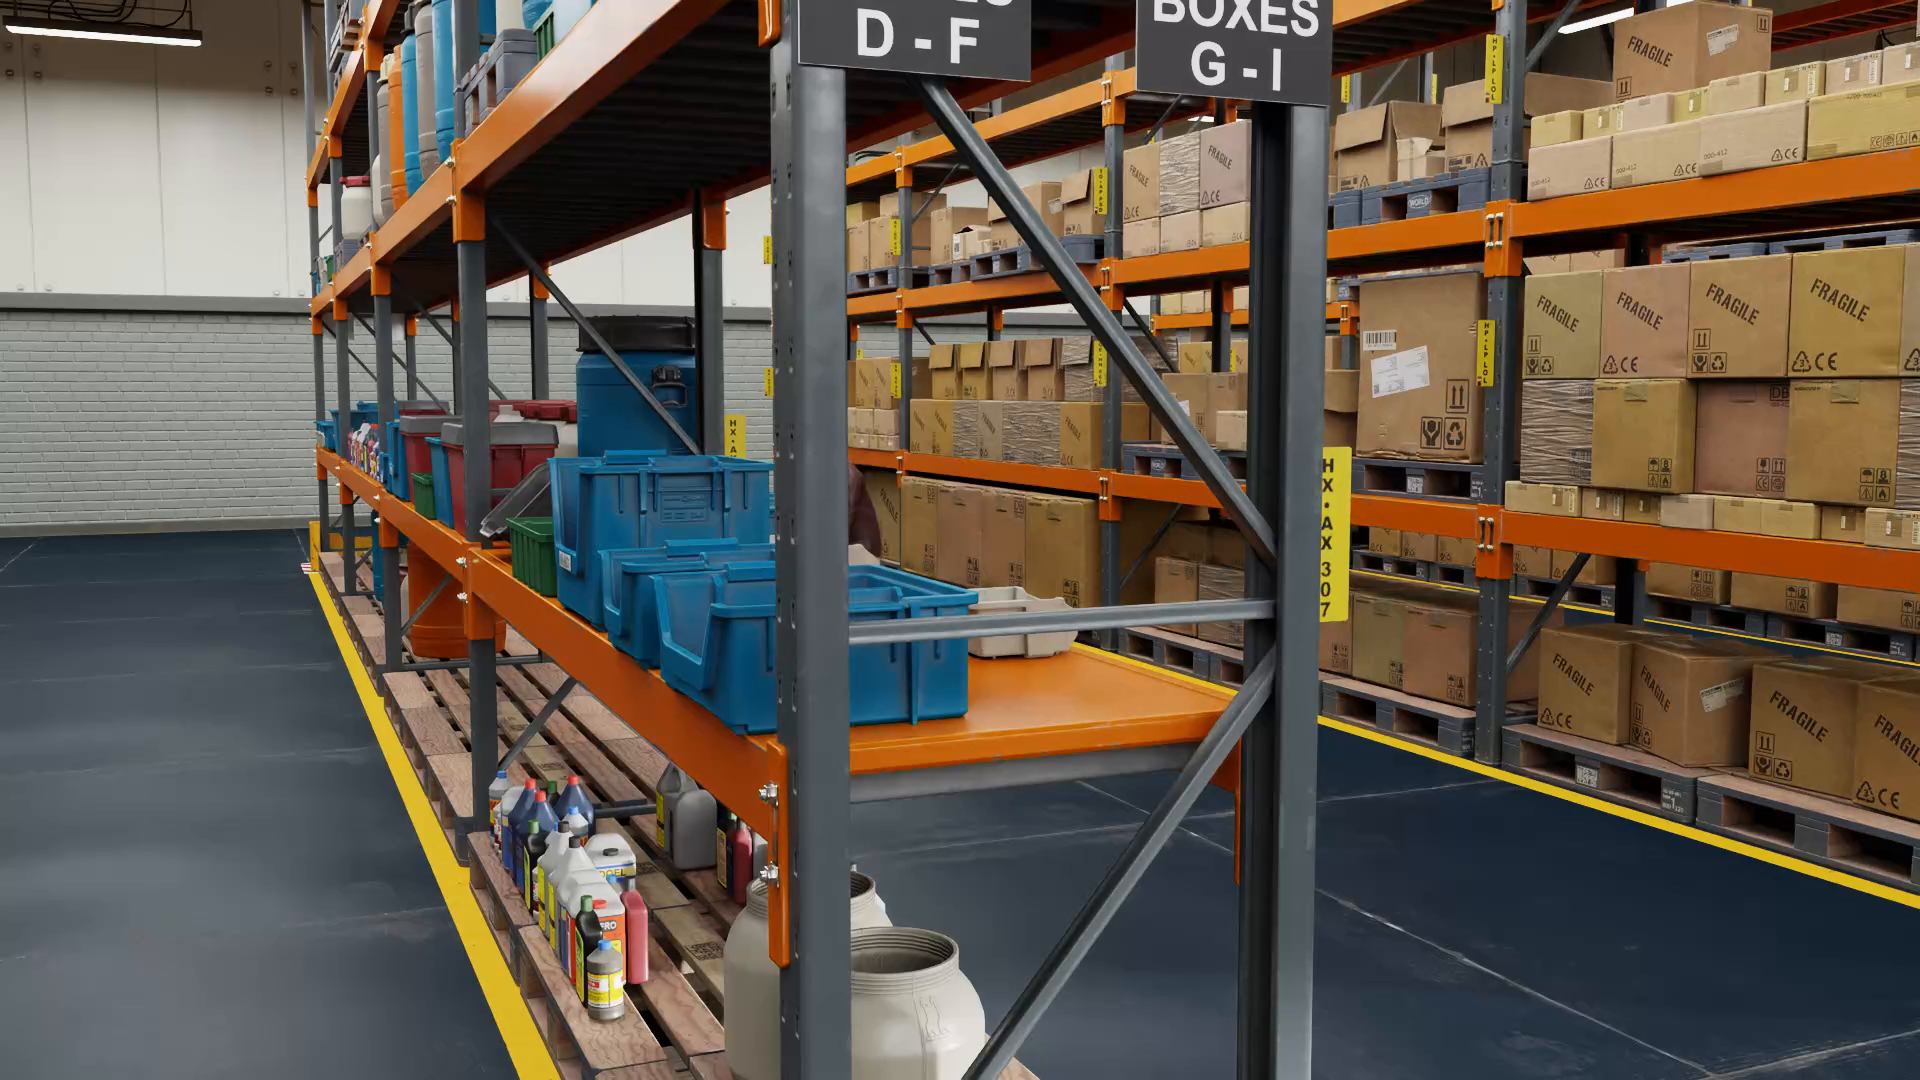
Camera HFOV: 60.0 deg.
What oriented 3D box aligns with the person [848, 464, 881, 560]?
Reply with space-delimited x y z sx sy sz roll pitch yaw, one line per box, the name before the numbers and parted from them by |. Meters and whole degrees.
person | -0.806 0.086 11.268 0.564 1.601 0.620 -2 6 -23
